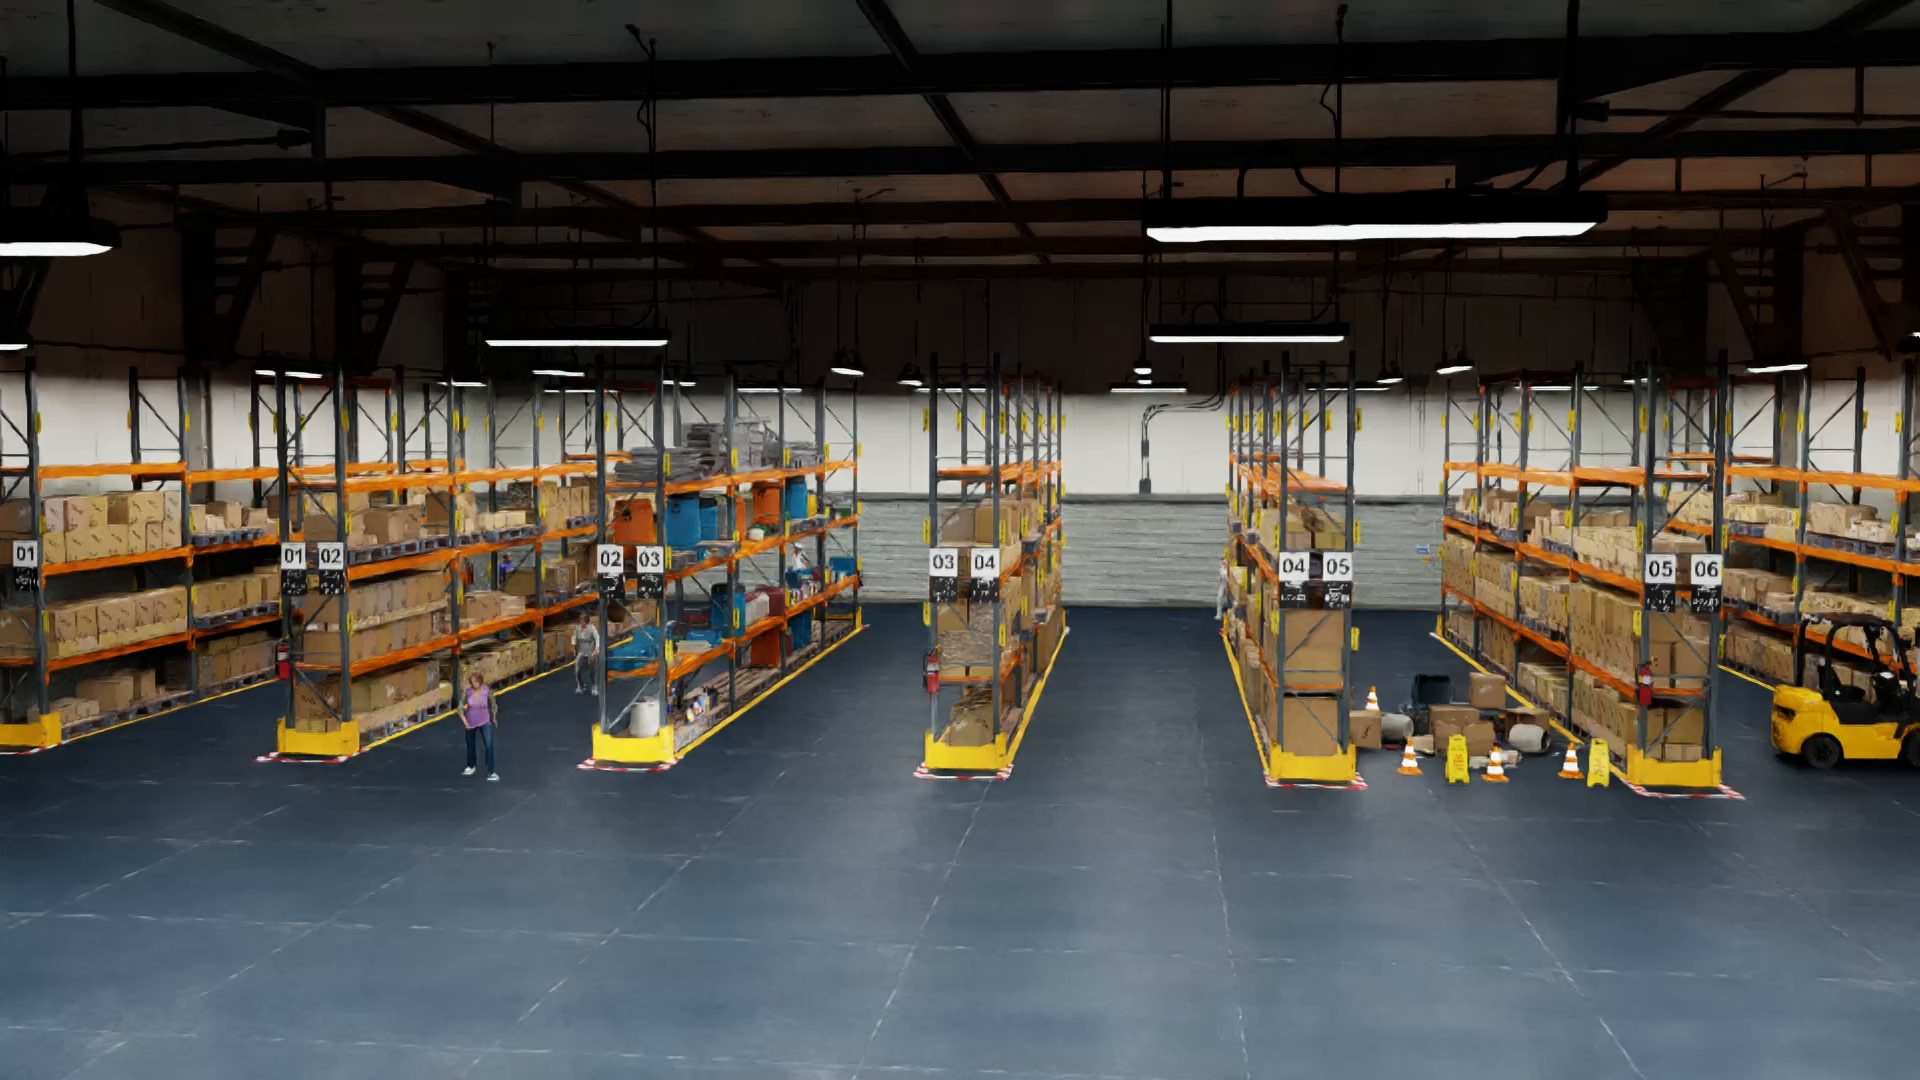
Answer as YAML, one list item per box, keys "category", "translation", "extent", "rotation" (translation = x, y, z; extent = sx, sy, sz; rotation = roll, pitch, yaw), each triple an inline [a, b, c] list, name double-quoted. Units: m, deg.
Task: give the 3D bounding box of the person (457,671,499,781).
- category: "person"
  translation: [-6.749, 2.577, 23.323]
  extent: [0.561, 1.524, 0.788]
  rotation: [-1, 4, -11]

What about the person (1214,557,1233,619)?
- category: "person"
  translation: [6.816, 1.204, 42.316]
  extent: [0.494, 1.609, 0.954]
  rotation: [2, 5, 28]

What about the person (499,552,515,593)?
- category: "person"
  translation: [-11.636, 1.132, 42.949]
  extent: [0.558, 1.647, 0.697]
  rotation: [4, 6, 44]

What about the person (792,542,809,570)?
- category: "person"
  translation: [-4.286, 0.939, 44.683]
  extent: [0.486, 1.774, 0.633]
  rotation: [-2, 5, -30]

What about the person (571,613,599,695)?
- category: "person"
  translation: [-6.845, 2.086, 30.449]
  extent: [0.566, 1.541, 0.519]
  rotation: [0, 4, 5]
